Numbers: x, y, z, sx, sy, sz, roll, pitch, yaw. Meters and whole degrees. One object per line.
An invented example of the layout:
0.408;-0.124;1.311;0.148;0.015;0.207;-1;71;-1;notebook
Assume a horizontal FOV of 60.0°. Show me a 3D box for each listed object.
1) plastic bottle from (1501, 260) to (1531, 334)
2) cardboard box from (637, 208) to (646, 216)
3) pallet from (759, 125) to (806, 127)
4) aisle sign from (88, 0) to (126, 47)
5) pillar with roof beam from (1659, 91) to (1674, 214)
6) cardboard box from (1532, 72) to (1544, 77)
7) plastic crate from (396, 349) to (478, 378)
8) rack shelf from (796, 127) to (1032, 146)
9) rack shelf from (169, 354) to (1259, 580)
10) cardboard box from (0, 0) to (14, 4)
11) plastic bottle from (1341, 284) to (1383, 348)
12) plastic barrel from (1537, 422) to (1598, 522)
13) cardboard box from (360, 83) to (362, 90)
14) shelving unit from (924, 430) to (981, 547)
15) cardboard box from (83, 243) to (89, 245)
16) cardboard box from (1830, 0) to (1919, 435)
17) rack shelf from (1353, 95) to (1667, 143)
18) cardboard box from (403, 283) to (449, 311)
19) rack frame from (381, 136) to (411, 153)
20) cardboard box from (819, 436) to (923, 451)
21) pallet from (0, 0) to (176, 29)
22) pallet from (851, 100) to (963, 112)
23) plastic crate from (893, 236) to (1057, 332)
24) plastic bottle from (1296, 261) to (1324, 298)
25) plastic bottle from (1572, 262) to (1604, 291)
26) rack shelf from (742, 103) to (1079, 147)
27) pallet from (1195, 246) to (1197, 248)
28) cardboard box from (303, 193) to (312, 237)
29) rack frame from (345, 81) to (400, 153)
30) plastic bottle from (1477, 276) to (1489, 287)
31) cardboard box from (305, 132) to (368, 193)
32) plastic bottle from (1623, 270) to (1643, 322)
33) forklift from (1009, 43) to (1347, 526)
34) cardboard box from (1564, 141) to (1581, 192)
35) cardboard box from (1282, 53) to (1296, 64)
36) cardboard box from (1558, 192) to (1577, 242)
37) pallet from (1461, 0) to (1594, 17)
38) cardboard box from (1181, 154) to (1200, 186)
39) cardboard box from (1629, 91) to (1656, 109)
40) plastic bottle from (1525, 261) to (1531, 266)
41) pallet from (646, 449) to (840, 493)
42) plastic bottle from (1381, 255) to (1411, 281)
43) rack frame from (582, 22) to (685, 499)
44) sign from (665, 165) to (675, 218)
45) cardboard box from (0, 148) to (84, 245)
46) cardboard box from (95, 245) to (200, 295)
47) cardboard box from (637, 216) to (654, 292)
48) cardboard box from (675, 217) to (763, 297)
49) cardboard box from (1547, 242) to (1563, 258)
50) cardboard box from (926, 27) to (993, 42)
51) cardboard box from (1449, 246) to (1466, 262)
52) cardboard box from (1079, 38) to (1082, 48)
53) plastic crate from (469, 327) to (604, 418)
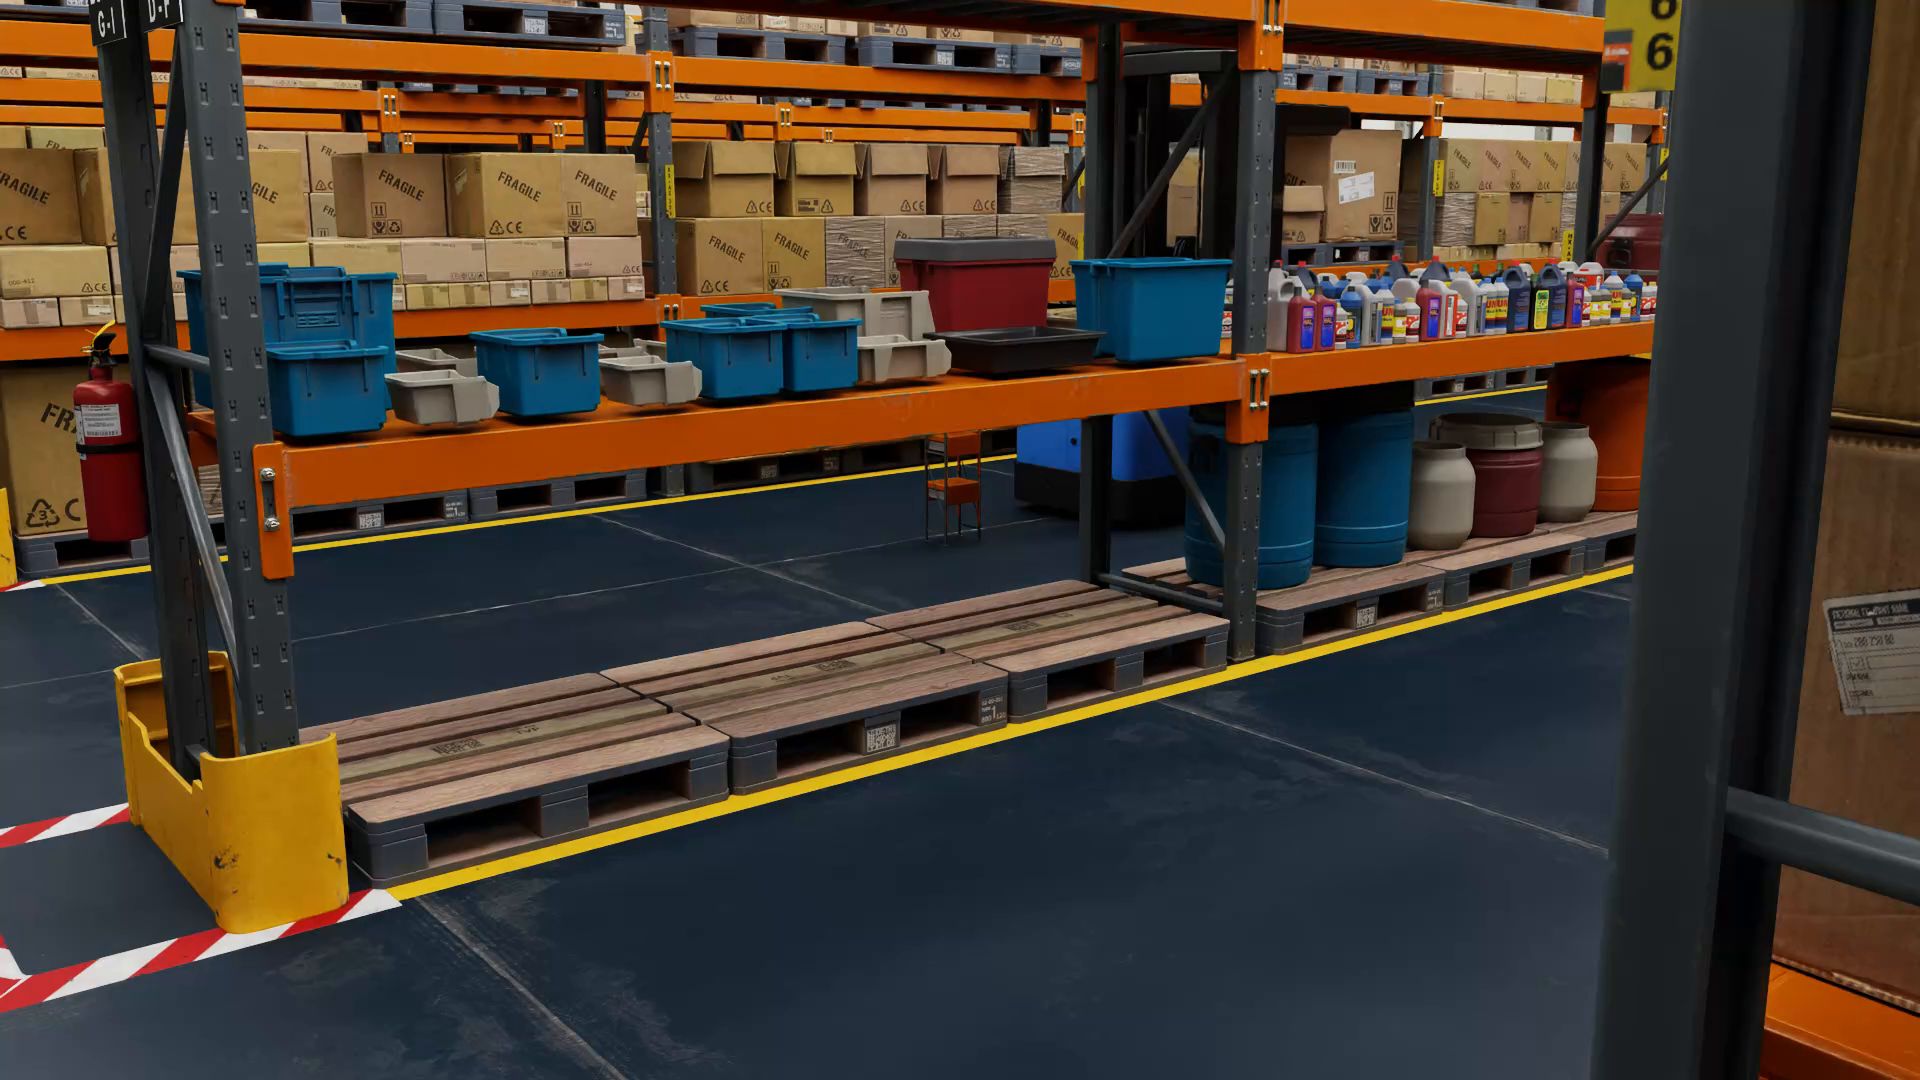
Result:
2.700;-1.194;8.149;0.185;0.351;0.144;-9;15;-38;plastic bottle
-3.181;-3.087;15.821;0.250;0.149;0.380;-9;15;-36;cardboard box
-2.670;-5.786;22.885;1.003;0.211;1.213;-9;15;-38;pallet
-2.446;-1.815;4.697;0.004;0.787;0.394;-9;15;-38;aisle sign
22.907;-11.982;44.390;0.548;9.000;9.100;-9;15;-38;pillar with roof beam
5.511;-4.622;16.354;0.250;0.149;0.380;-10;15;-39;cardboard box
-1.683;-0.541;5.445;0.243;0.136;0.396;-9;15;-38;plastic crate
-0.560;-5.848;24.458;4.000;0.370;1.077;-9;15;-38;rack shelf
-0.645;-0.413;6.084;4.000;0.370;1.077;-9;15;-38;rack shelf
-7.267;-4.050;12.455;0.250;0.149;0.380;-9;15;-37;cardboard box
1.802;-1.009;7.459;0.135;0.276;0.152;-9;15;-38;plastic bottle
3.284;-0.378;9.165;0.421;0.512;0.421;0;12;0;plastic barrel
-6.723;-5.222;19.092;0.258;0.266;0.396;-8;14;-33;cardboard box
-0.042;-0.507;9.487;0.252;1.050;0.215;-9;15;-38;shelving unit
-4.692;-1.552;9.363;0.500;0.250;0.500;-10;15;-39;cardboard box
1.061;-0.342;1.369;0.500;0.500;0.500;-10;15;-38;cardboard box
5.631;-4.241;16.888;4.000;0.370;1.077;-9;15;-38;rack shelf
-3.214;-1.445;9.818;0.250;0.149;0.380;-10;15;-39;cardboard box
-8.348;-4.759;24.817;0.127;3.000;1.000;-9;15;-38;rack frame
-0.993;-1.196;12.144;0.875;0.875;1.225;-10;16;-40;cardboard box
-4.728;-2.831;8.729;1.213;0.211;1.003;-9;15;-38;pallet
-0.732;-4.777;18.137;1.213;0.211;1.003;-9;15;-35;pallet
0.063;-1.010;6.864;0.583;0.464;0.402;-9;15;-38;plastic crate
1.665;-1.173;8.051;0.185;0.351;0.144;-9;15;-38;plastic bottle
3.596;-1.454;9.555;0.135;0.276;0.152;-9;15;-38;plastic bottle
-0.512;-4.539;18.294;4.000;0.370;1.077;-9;15;-38;rack shelf
1.436;-2.363;13.995;1.003;0.211;1.213;-9;15;-38;pallet
-5.804;-2.664;13.996;0.500;0.500;0.500;-10;16;-39;cardboard box
-5.197;-2.645;14.865;0.127;3.000;1.000;-9;15;-38;rack frame
2.590;-1.169;8.223;0.097;0.271;0.097;0;12;0;plastic bottle
-5.395;-3.224;14.226;0.500;0.500;0.500;-10;16;-40;cardboard box
3.557;-1.292;8.799;0.097;0.271;0.097;0;12;0;plastic bottle
1.756;-1.749;10.809;3.031;2.935;1.130;-10;16;-40;forklift
6.139;-3.827;17.064;0.500;0.500;0.500;-9;15;-38;cardboard box
2.668;-4.165;14.350;0.250;0.166;0.380;-10;16;-39;cardboard box
6.014;-3.370;17.321;0.500;0.500;0.875;-9;15;-38;cardboard box
2.352;-2.664;8.188;1.213;0.211;1.003;-9;15;-38;pallet
2.633;-4.535;20.805;0.500;0.550;0.875;-9;15;-38;cardboard box
6.975;-4.675;17.563;0.500;0.250;0.500;-9;15;-36;cardboard box
3.215;-1.447;9.504;0.133;0.283;0.061;-9;15;-38;plastic bottle
-1.622;-0.576;11.833;1.213;0.211;1.003;-9;15;-38;pallet
2.290;-1.315;8.721;0.185;0.351;0.144;-9;15;-38;plastic bottle
-2.177;-1.828;11.014;0.127;3.000;1.000;-9;15;-38;rack frame
-1.829;-2.200;10.493;0.005;0.325;0.100;-9;15;-38;sign
-5.084;-1.853;8.975;0.500;0.500;0.500;-9;15;-37;cardboard box
-4.355;-1.468;8.964;0.500;0.250;0.500;-10;15;-38;cardboard box
-1.983;-1.982;11.498;0.500;0.500;0.500;-9;15;-37;cardboard box
-1.662;-1.896;11.094;0.500;0.500;0.500;-9;15;-37;cardboard box
5.994;-2.980;17.045;0.250;0.149;0.380;-9;15;-38;cardboard box
-0.104;-3.851;12.071;0.500;0.500;0.500;-8;15;-35;cardboard box
4.629;-2.752;15.974;0.250;0.149;0.380;-9;15;-38;cardboard box
1.163;-4.210;13.567;0.500;0.500;0.500;-9;15;-36;cardboard box
-1.294;-0.517;5.100;0.300;0.233;0.416;-9;15;-38;plastic crate
